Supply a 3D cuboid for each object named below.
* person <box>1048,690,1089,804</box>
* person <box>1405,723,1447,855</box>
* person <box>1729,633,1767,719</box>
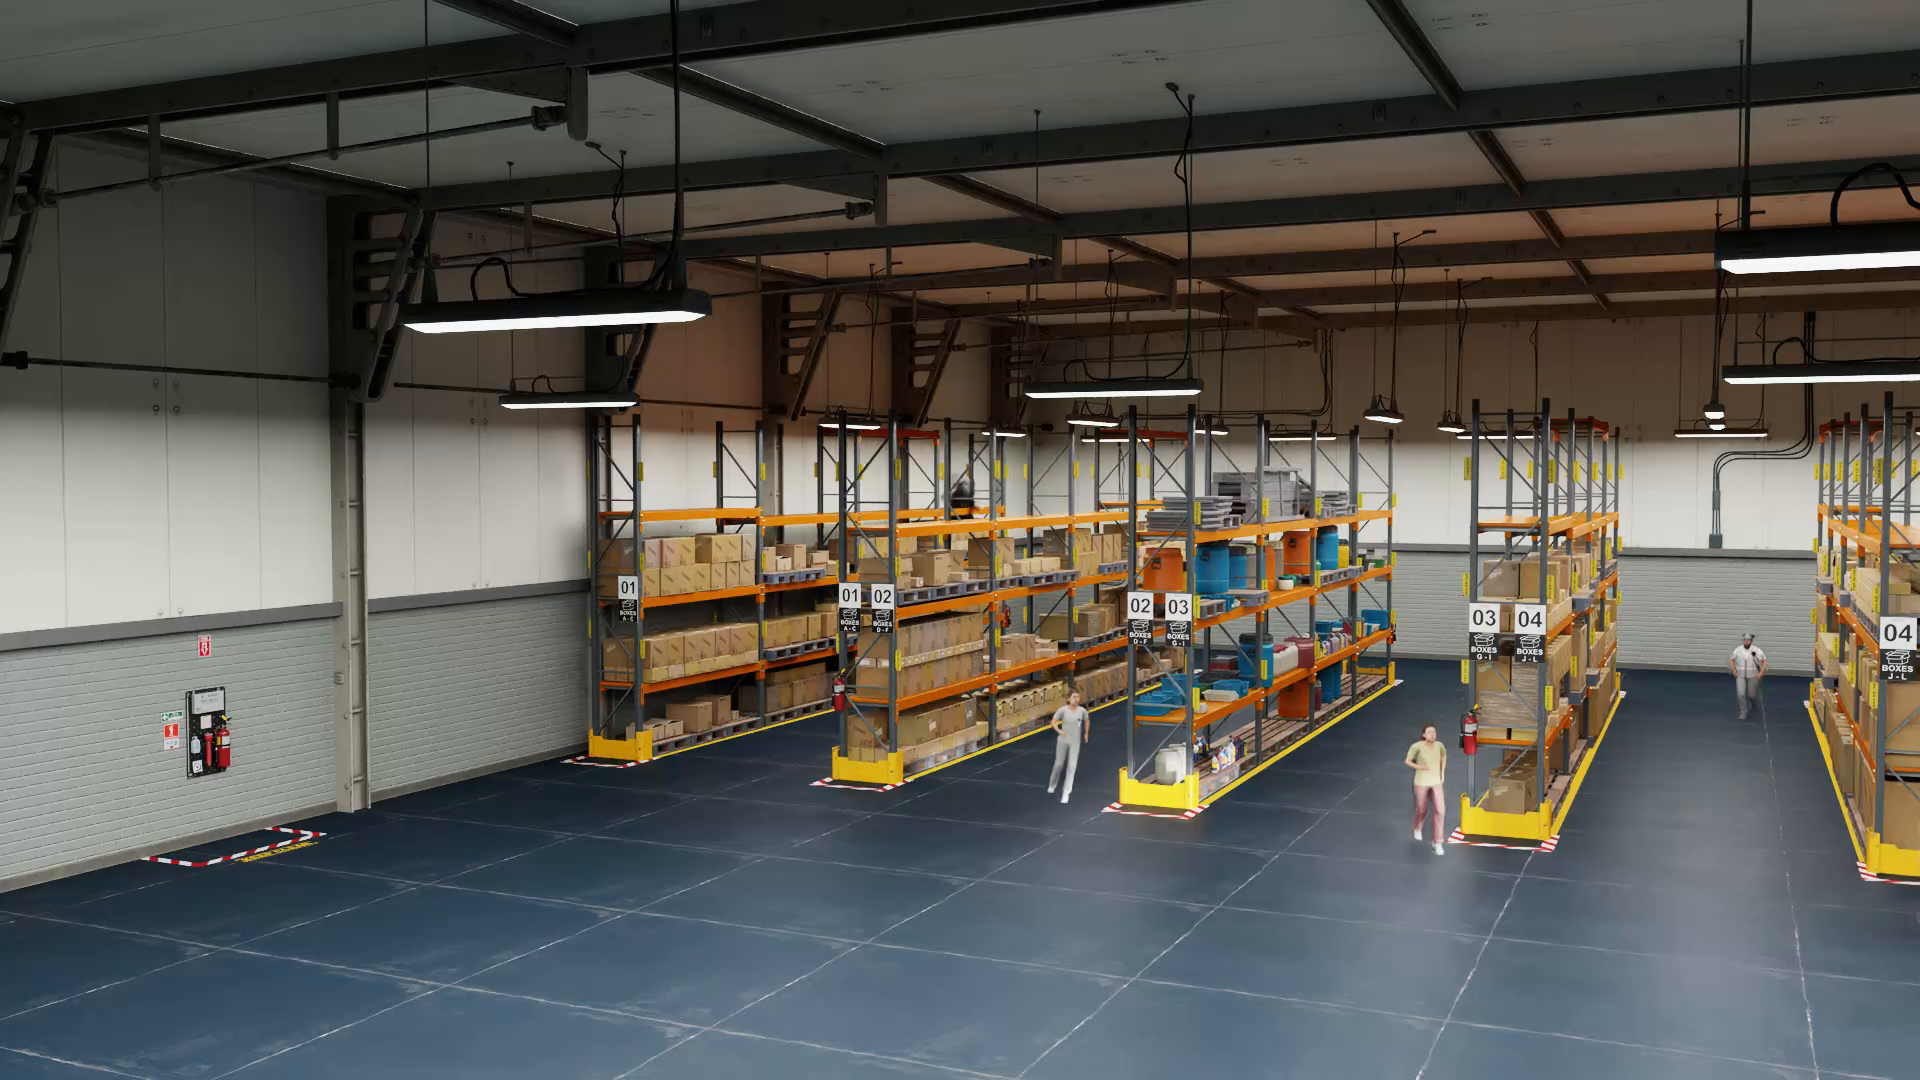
[{"bbox_3d":[1.680,3.126,25.443,0.643,1.685,0.844,0,2,-2],"label":"person"},{"bbox_3d":[6.204,3.257,22.090,0.608,1.671,0.944,0,2,-1],"label":"person"},{"bbox_3d":[16.020,2.745,33.818,0.700,1.740,0.658,1,3,32],"label":"person"}]
